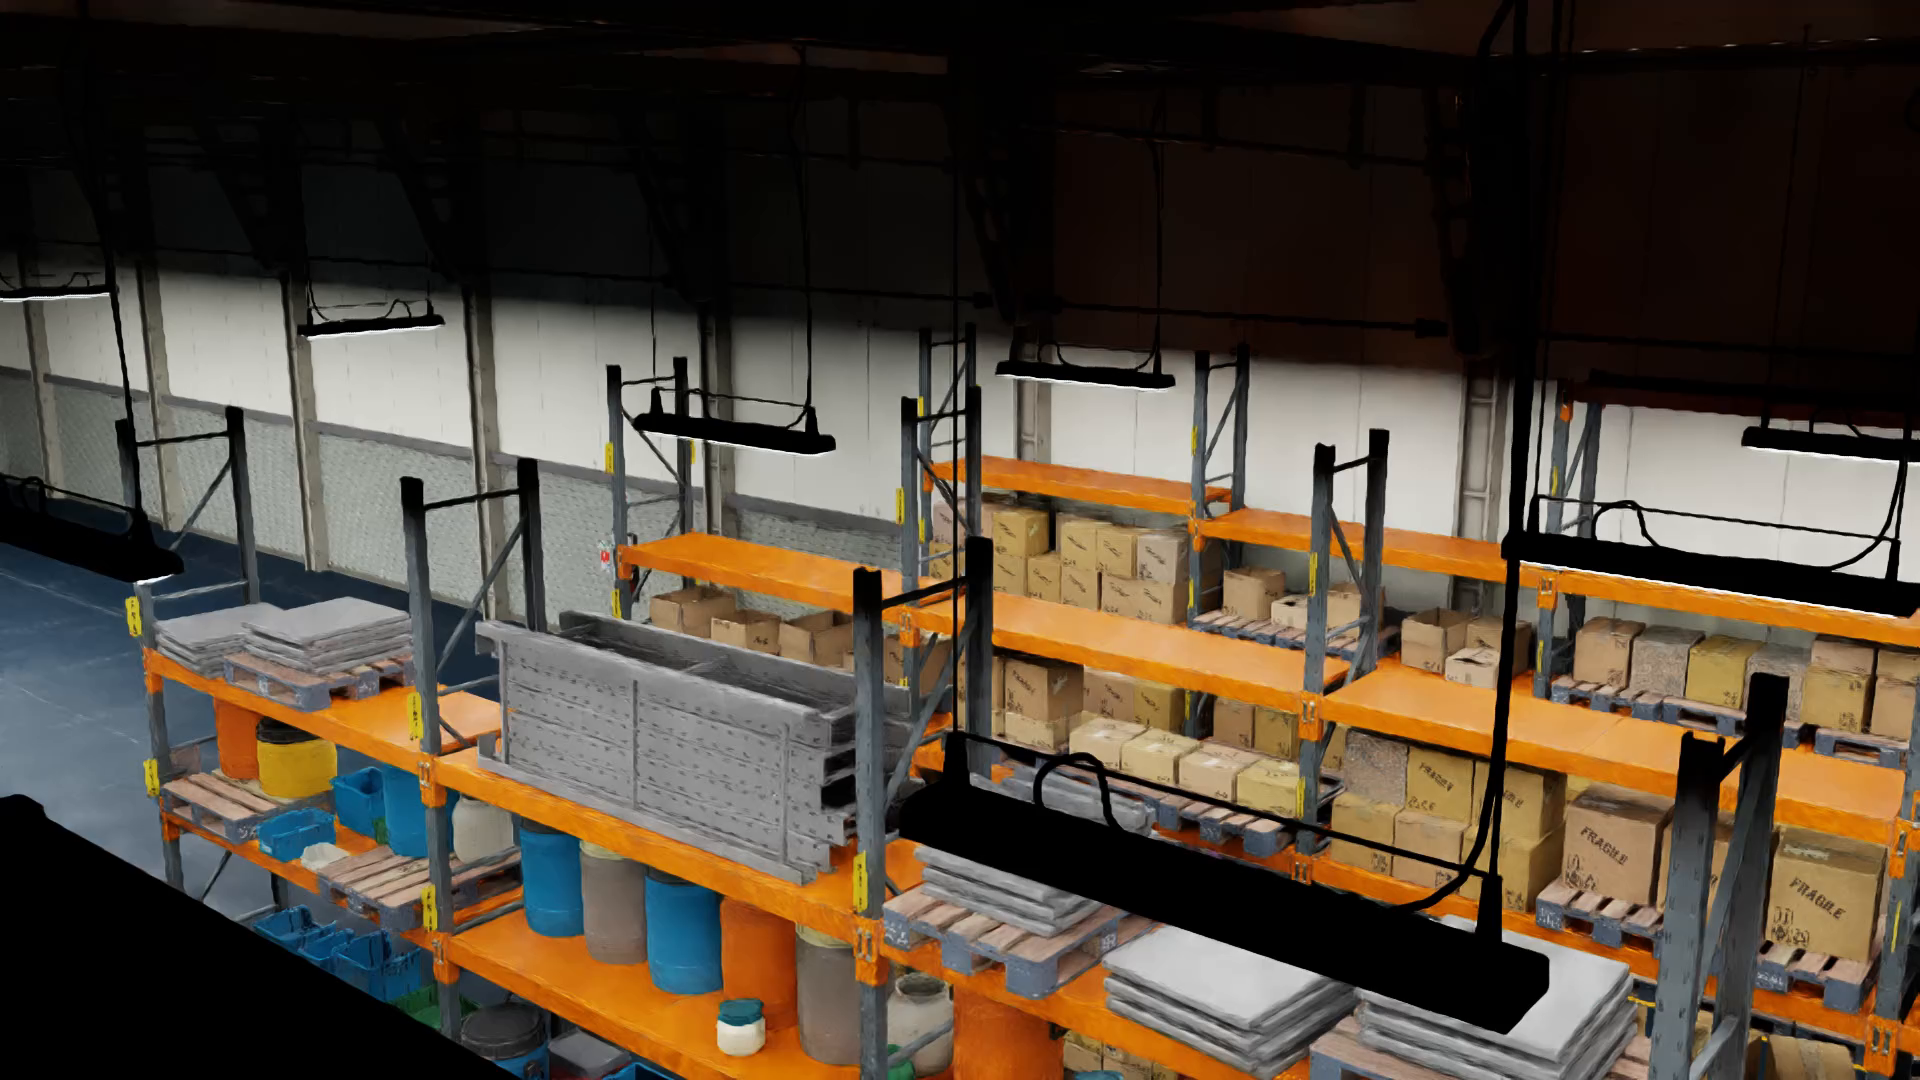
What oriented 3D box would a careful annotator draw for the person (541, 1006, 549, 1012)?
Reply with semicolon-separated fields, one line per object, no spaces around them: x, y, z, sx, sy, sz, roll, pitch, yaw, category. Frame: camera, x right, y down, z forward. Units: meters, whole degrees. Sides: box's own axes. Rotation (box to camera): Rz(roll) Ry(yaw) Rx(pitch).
-3.608;3.743;16.050;0.752;1.590;0.635;4;13;16;person

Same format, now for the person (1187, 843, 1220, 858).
2.569;3.411;17.631;1.016;1.516;0.440;7;14;29;person
